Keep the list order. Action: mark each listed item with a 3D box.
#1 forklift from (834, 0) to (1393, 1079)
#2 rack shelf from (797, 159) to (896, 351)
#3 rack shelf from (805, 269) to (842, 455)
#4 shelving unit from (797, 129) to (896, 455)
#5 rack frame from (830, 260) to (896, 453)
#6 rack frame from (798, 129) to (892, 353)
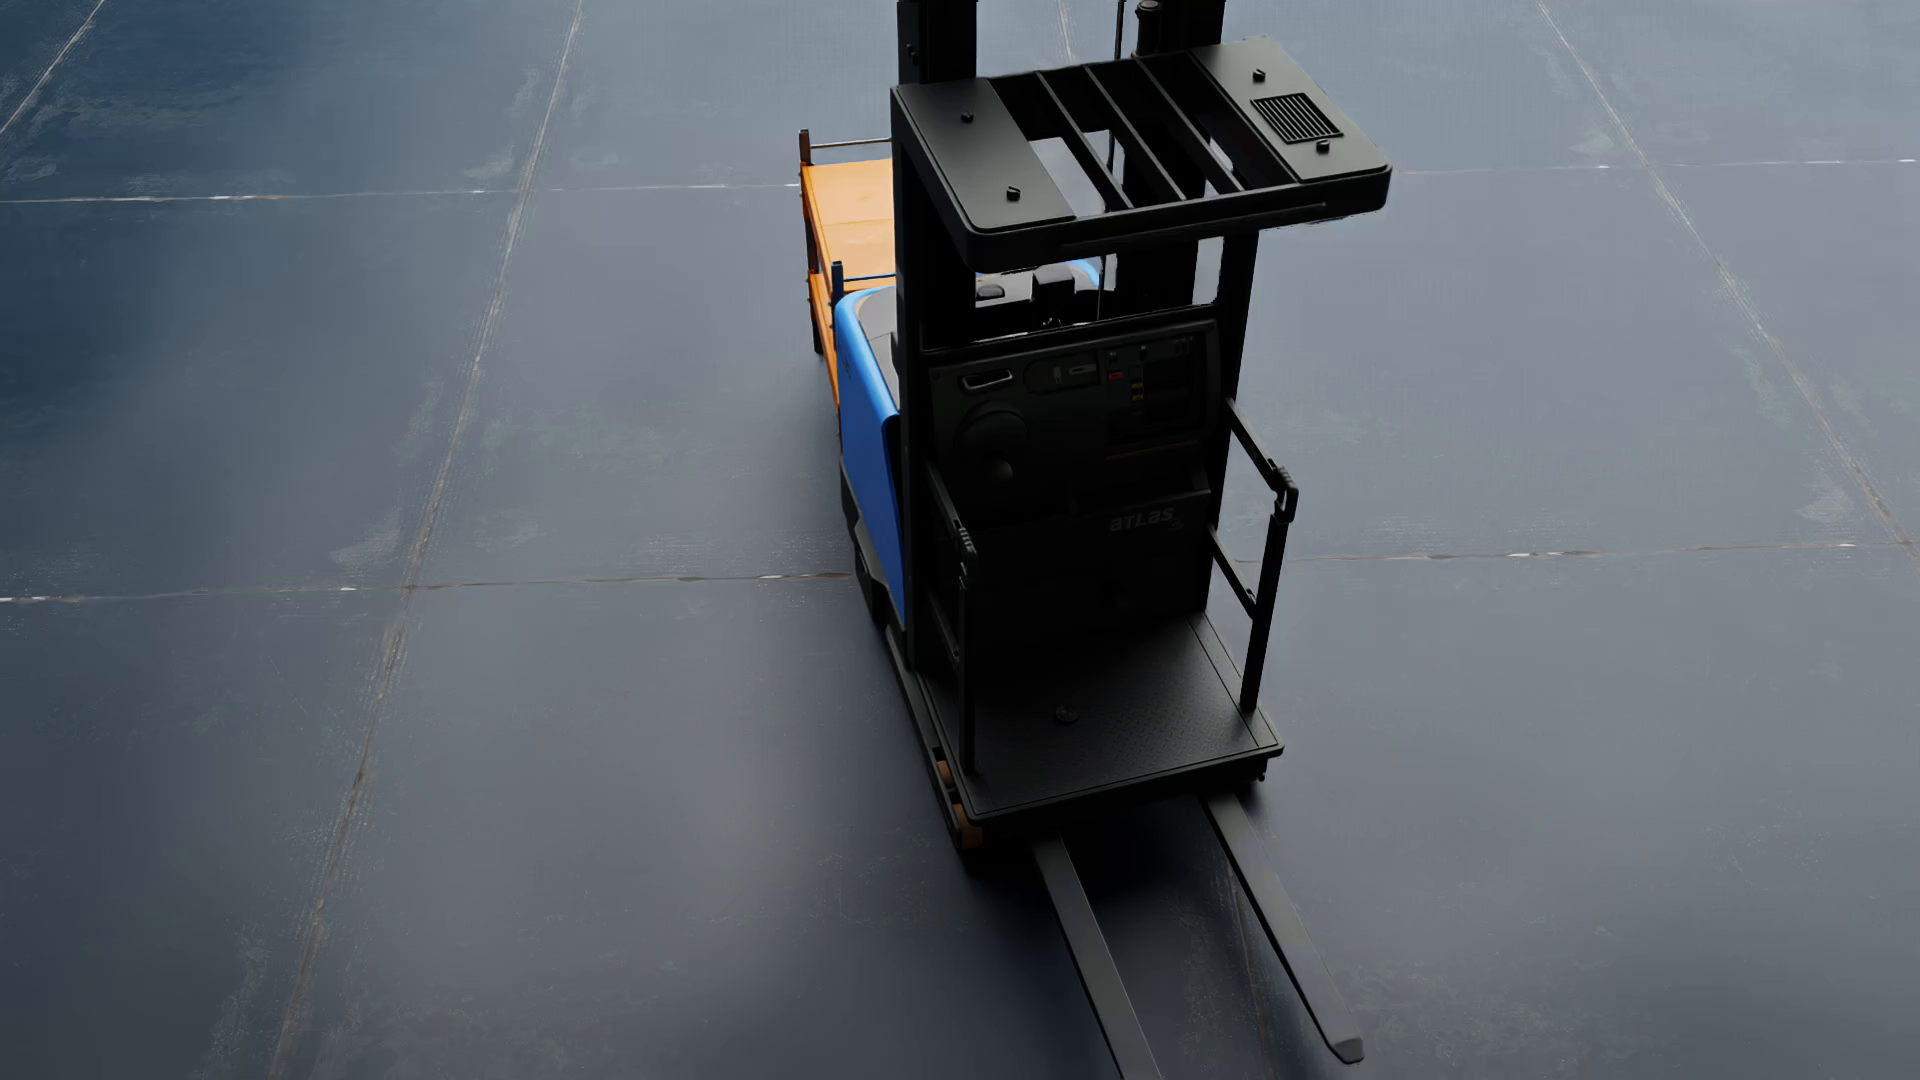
[{"bbox_3d":[0.421,-0.340,4.951,1.130,2.935,3.031,-11,44,-12],"label":"forklift"},{"bbox_3d":[-0.333,-1.203,6.796,0.538,0.278,1.000,-7,43,-8],"label":"rack shelf"},{"bbox_3d":[-0.333,-0.807,7.159,0.538,0.278,1.000,-7,43,-8],"label":"rack shelf"},{"bbox_3d":[-0.333,-0.987,6.994,0.538,1.125,1.048,-7,43,-8],"label":"shelving unit"},{"bbox_3d":[-0.237,-0.650,6.626,0.500,1.125,0.032,-7,43,-8],"label":"rack frame"},{"bbox_3d":[-0.429,-1.324,7.362,0.500,1.125,0.032,-7,43,-8],"label":"rack frame"}]
